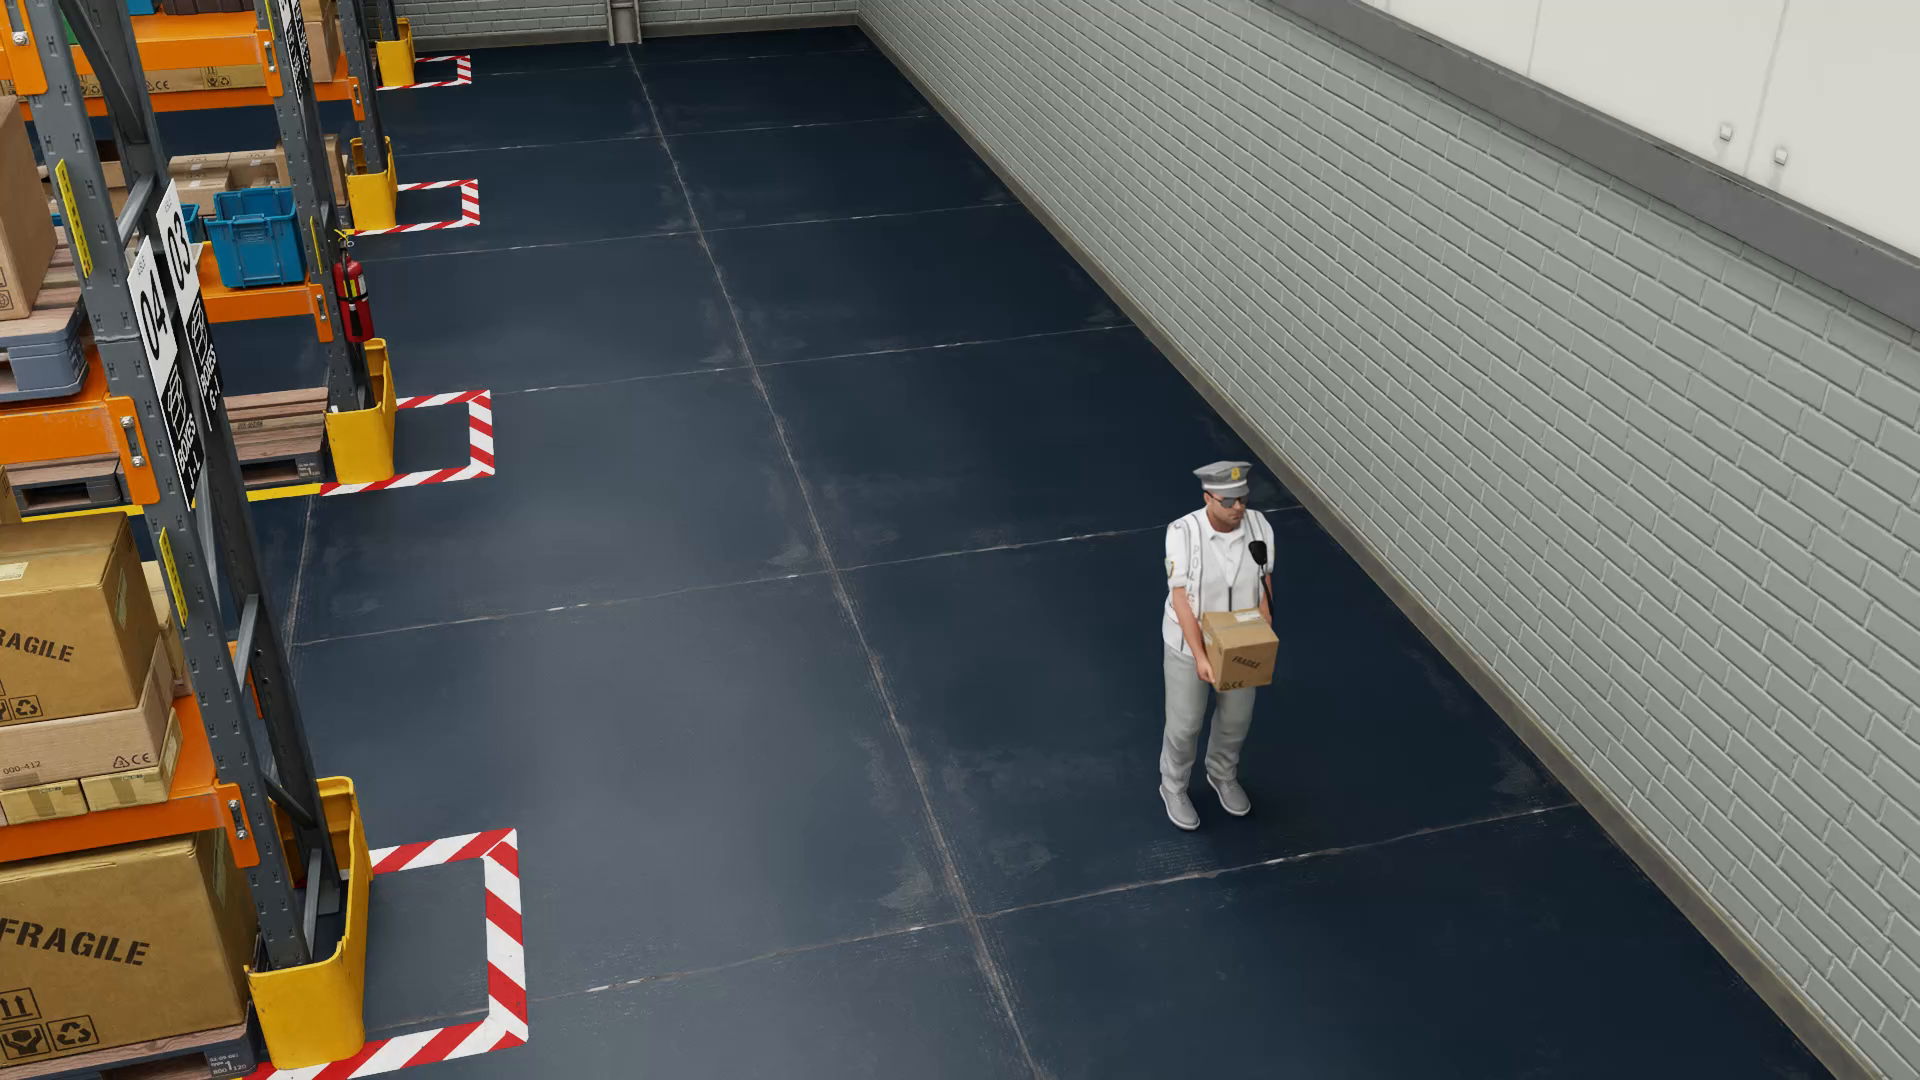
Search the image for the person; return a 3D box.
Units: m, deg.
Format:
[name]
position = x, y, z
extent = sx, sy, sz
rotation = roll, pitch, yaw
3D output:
[person]
position = 1.158, 0.483, 7.385
extent = 0.494, 1.769, 0.557
rotation = -7, 31, -13
